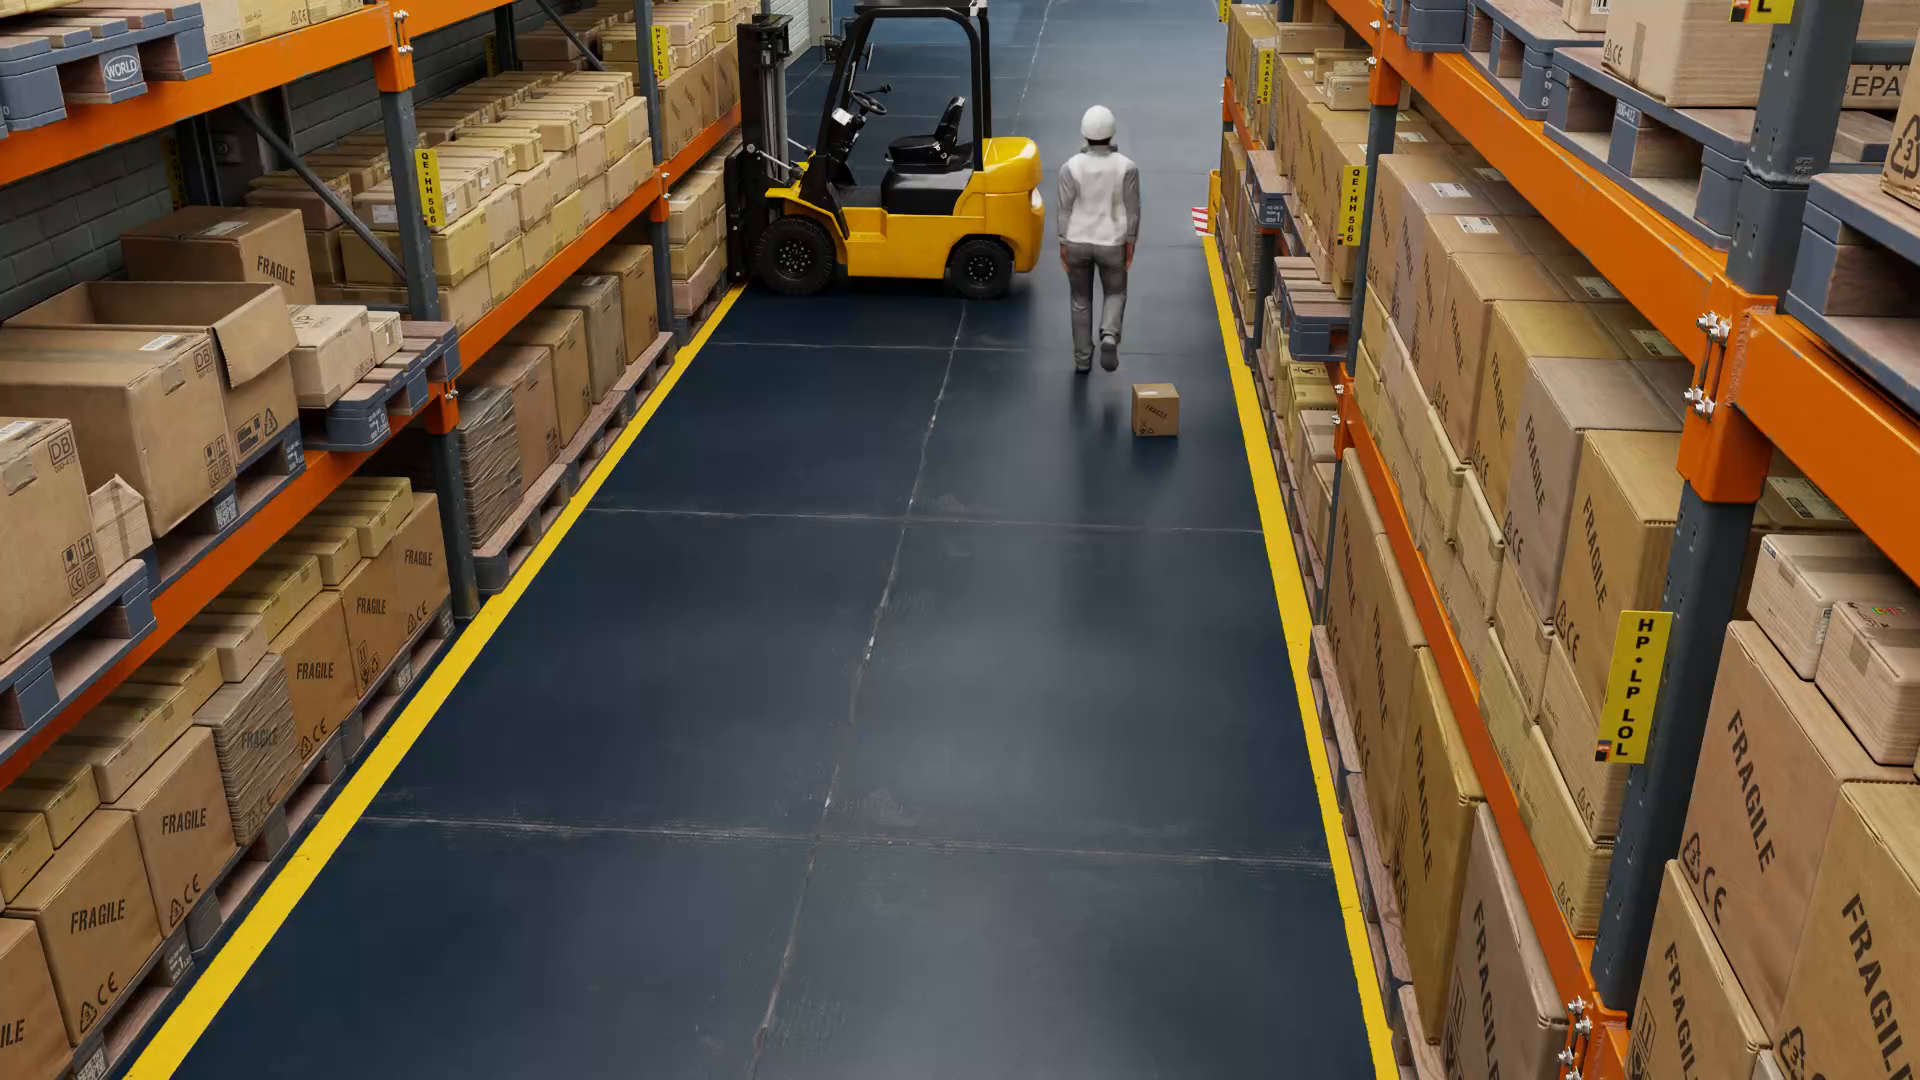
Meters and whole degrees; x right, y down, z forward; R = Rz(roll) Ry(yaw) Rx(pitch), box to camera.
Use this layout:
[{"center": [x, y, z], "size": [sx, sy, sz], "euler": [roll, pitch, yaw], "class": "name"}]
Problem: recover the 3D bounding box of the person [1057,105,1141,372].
[{"center": [0.894, -1.926, 10.797], "size": [0.537, 1.755, 0.623], "euler": [2, 24, 4], "class": "person"}]
